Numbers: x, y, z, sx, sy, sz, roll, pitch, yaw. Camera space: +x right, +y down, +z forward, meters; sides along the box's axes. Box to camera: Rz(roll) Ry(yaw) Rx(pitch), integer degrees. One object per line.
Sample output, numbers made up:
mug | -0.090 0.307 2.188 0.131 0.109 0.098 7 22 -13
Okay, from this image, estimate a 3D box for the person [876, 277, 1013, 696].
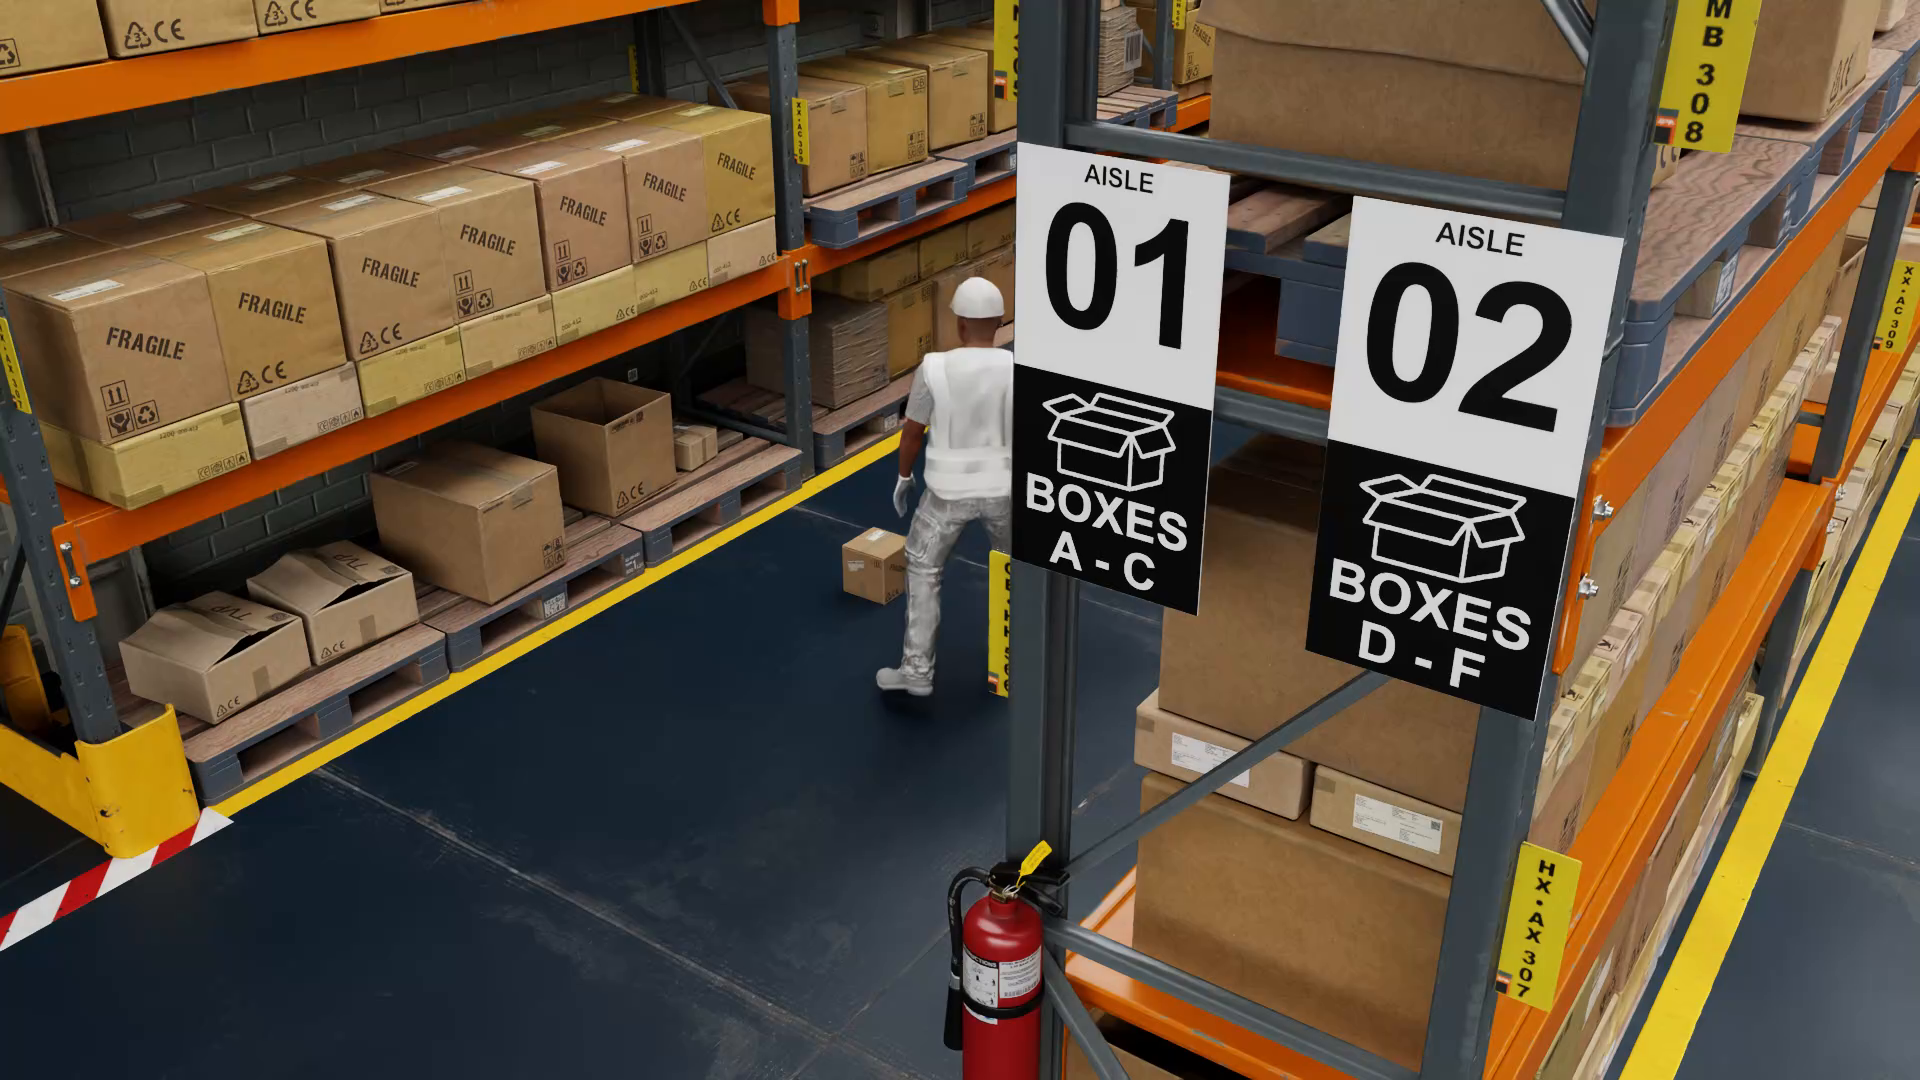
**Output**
person | 0.000 -0.202 6.987 0.765 1.774 0.675 -4 27 -7
